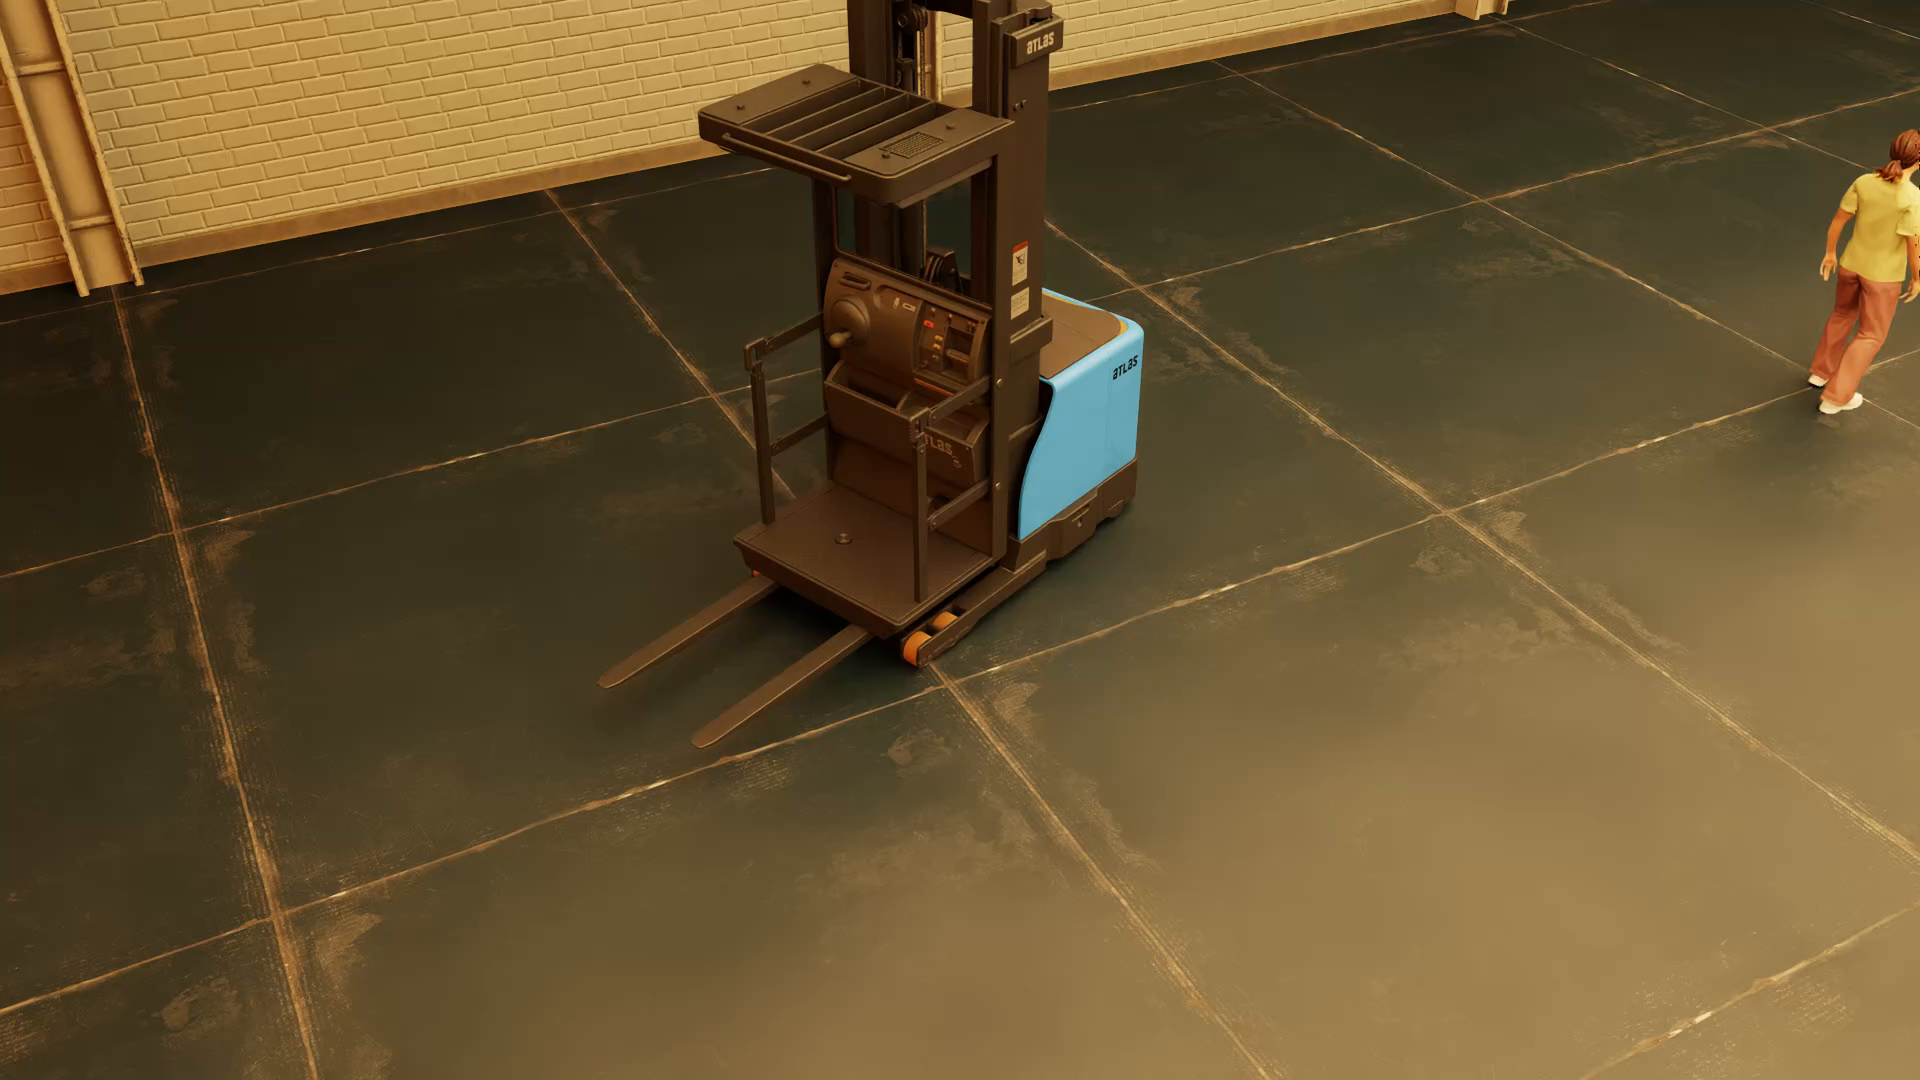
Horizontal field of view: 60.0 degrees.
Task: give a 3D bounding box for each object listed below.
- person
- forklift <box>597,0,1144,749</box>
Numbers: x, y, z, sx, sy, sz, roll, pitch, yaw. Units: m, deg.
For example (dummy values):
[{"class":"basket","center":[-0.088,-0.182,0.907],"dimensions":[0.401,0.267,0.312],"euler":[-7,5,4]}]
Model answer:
[{"class":"person","center":[5.186,-1.507,9.396],"dimensions":[0.506,1.702,0.546],"euler":[-17,39,-23]},{"class":"forklift","center":[-0.390,-0.927,7.434],"dimensions":[1.130,2.935,3.031],"euler":[26,43,31]}]
